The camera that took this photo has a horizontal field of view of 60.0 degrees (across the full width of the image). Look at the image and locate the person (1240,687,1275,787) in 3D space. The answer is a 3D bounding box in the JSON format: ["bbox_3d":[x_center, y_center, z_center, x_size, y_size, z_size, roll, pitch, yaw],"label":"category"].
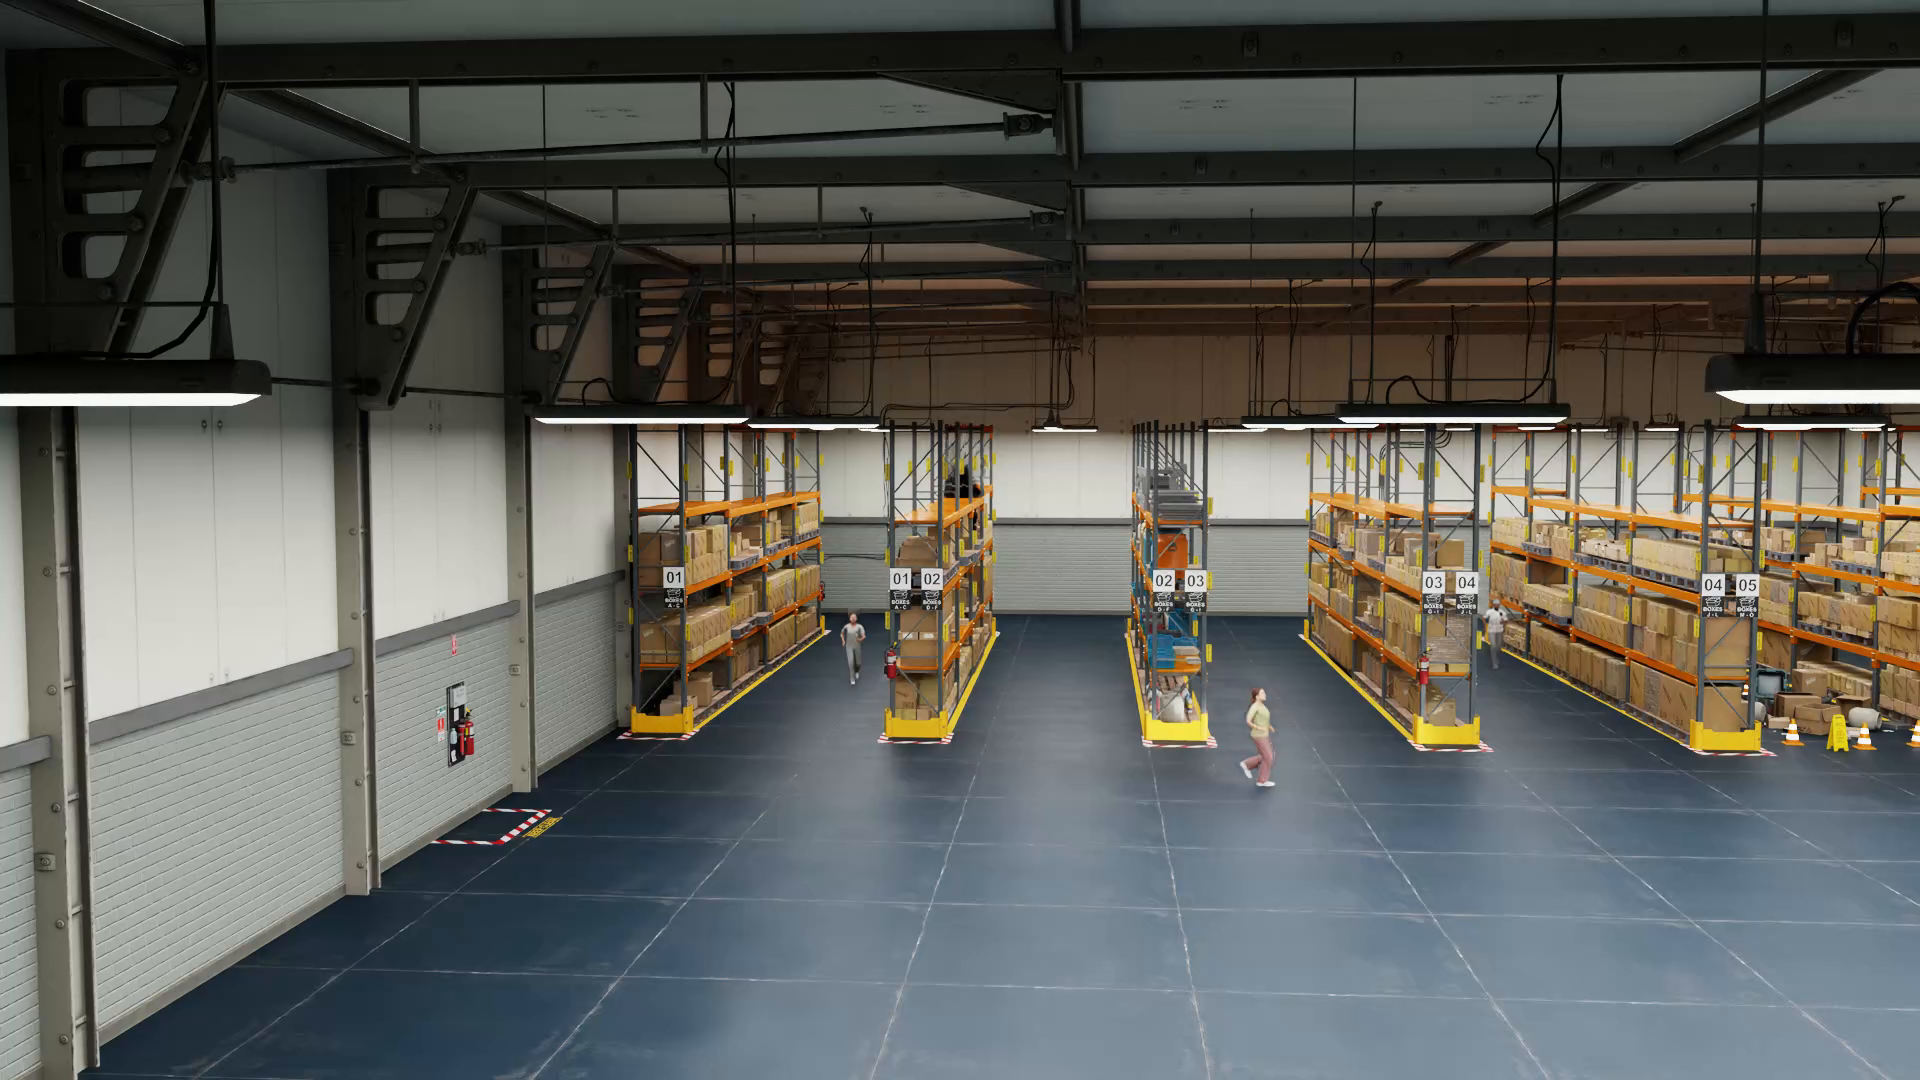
[{"bbox_3d":[4.843,3.193,27.092,0.609,1.619,0.580,2,4,29],"label":"person"}]

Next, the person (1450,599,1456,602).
[{"bbox_3d":[13.319,2.020,44.717,0.646,1.747,0.664,0,4,1],"label":"person"}]

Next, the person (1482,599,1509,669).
[{"bbox_3d":[13.154,2.273,40.819,0.576,1.687,0.919,0,4,6],"label":"person"}]

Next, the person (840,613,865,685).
[{"bbox_3d":[-2.463,2.486,38.227,0.575,1.628,0.802,0,4,-4],"label":"person"}]
